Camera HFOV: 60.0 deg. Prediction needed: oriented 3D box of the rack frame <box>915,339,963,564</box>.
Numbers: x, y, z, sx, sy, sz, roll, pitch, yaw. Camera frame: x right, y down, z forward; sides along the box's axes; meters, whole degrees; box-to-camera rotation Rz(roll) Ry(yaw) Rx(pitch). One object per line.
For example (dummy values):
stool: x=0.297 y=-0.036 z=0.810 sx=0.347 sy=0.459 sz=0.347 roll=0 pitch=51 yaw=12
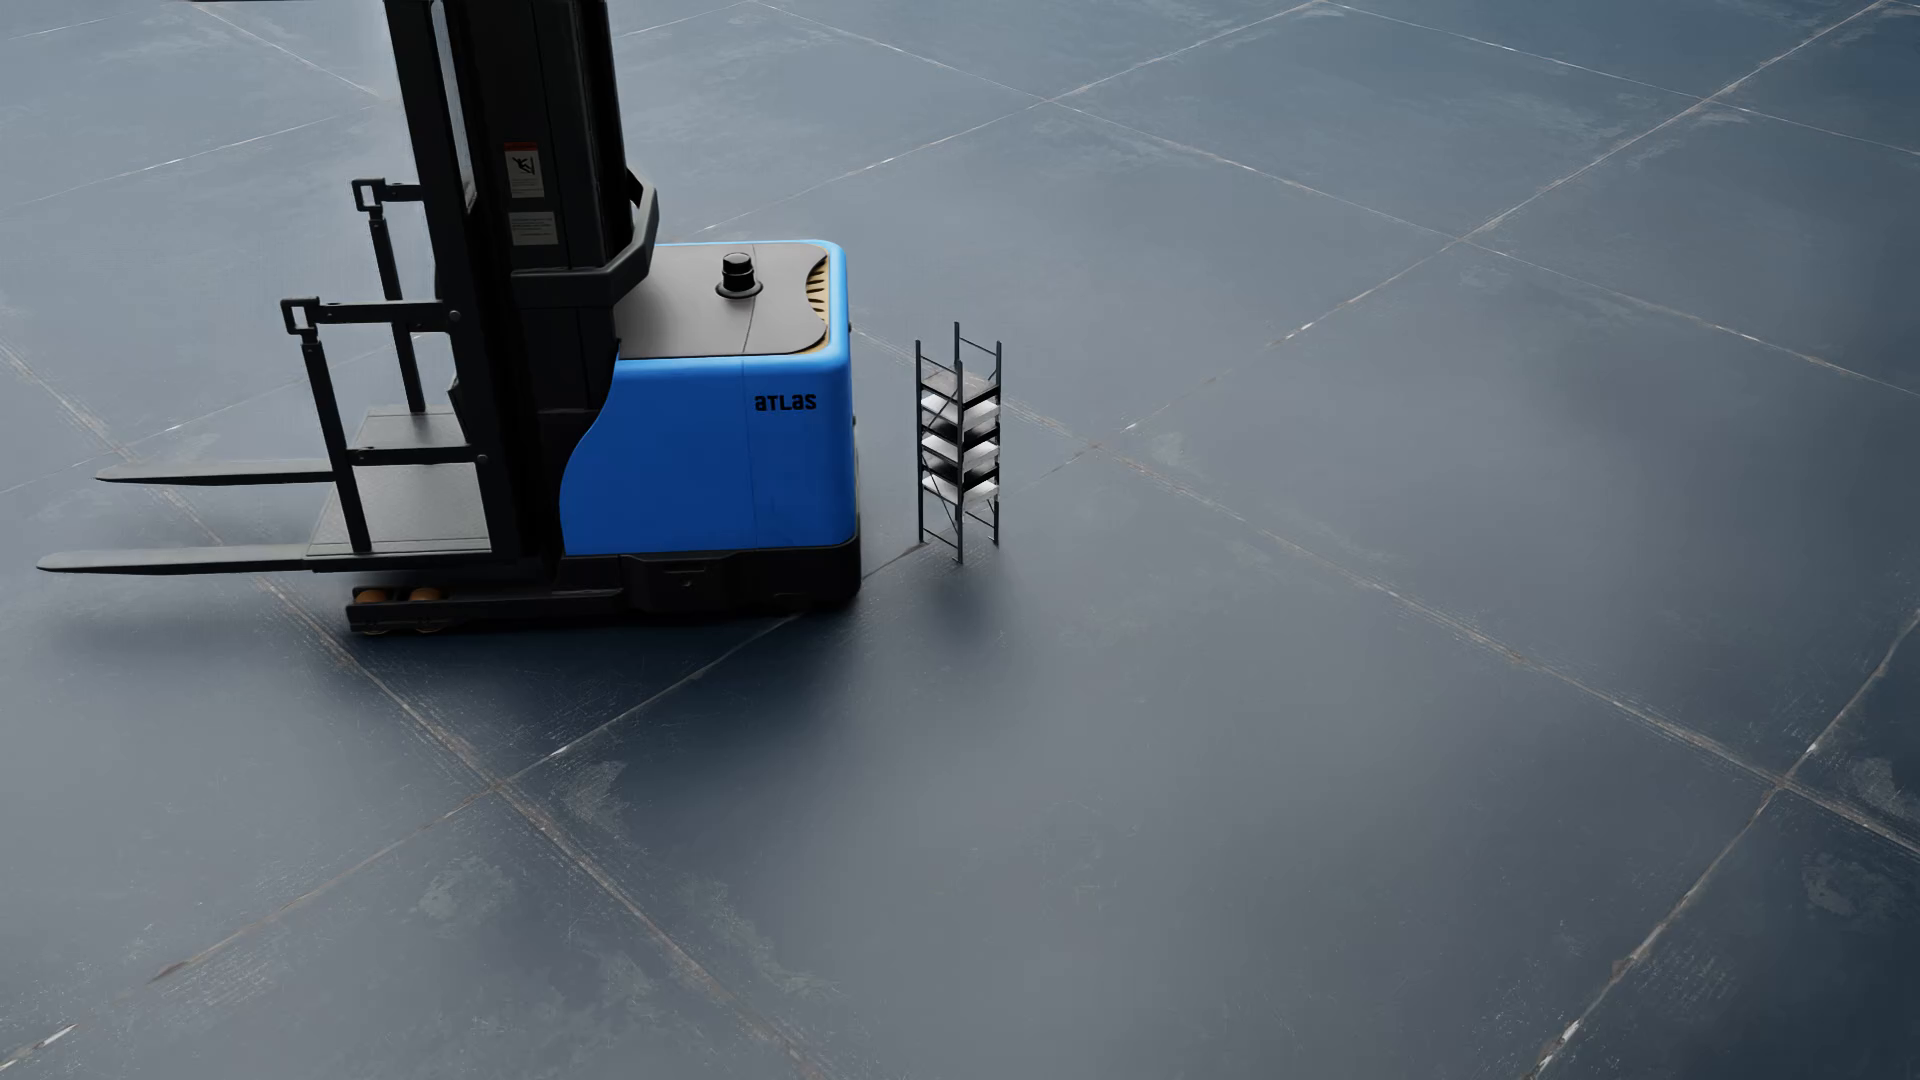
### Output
rack frame: x=-0.077 y=-0.325 z=6.329 sx=0.240 sy=0.900 sz=0.006 roll=30 pitch=45 yaw=35

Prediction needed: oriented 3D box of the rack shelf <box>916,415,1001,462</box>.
rack shelf: x=-0.006 y=-0.412 z=6.355 sx=0.258 sy=0.077 sz=0.200 roll=30 pitch=45 yaw=35

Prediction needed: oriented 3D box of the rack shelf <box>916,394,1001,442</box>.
rack shelf: x=-0.006 y=-0.486 z=6.304 sx=0.258 sy=0.077 sz=0.200 roll=30 pitch=45 yaw=35

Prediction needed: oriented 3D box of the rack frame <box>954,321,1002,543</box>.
rack frame: x=0.066 y=-0.407 z=6.447 sx=0.240 sy=0.900 sz=0.006 roll=30 pitch=45 yaw=35

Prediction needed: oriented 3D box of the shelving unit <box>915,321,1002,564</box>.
shelving unit: x=-0.006 y=-0.366 z=6.388 sx=0.258 sy=0.900 sz=0.210 roll=30 pitch=45 yaw=35

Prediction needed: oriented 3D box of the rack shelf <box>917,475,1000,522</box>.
rack shelf: x=-0.006 y=-0.191 z=6.510 sx=0.258 sy=0.077 sz=0.200 roll=30 pitch=45 yaw=35

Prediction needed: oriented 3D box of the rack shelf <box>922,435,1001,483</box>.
rack shelf: x=-0.006 y=-0.338 z=6.407 sx=0.258 sy=0.077 sz=0.200 roll=30 pitch=45 yaw=35

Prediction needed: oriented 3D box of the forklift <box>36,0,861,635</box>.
forklift: x=-1.913 y=-1.165 z=5.759 sx=3.031 sy=2.935 sz=1.130 roll=-2 pitch=35 yaw=-3

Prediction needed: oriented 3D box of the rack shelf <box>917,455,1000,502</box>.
rack shelf: x=-0.006 y=-0.265 z=6.458 sx=0.258 sy=0.077 sz=0.200 roll=30 pitch=45 yaw=35

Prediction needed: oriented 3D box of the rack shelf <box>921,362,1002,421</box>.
rack shelf: x=-0.006 y=-0.560 z=6.252 sx=0.258 sy=0.077 sz=0.200 roll=30 pitch=45 yaw=35
